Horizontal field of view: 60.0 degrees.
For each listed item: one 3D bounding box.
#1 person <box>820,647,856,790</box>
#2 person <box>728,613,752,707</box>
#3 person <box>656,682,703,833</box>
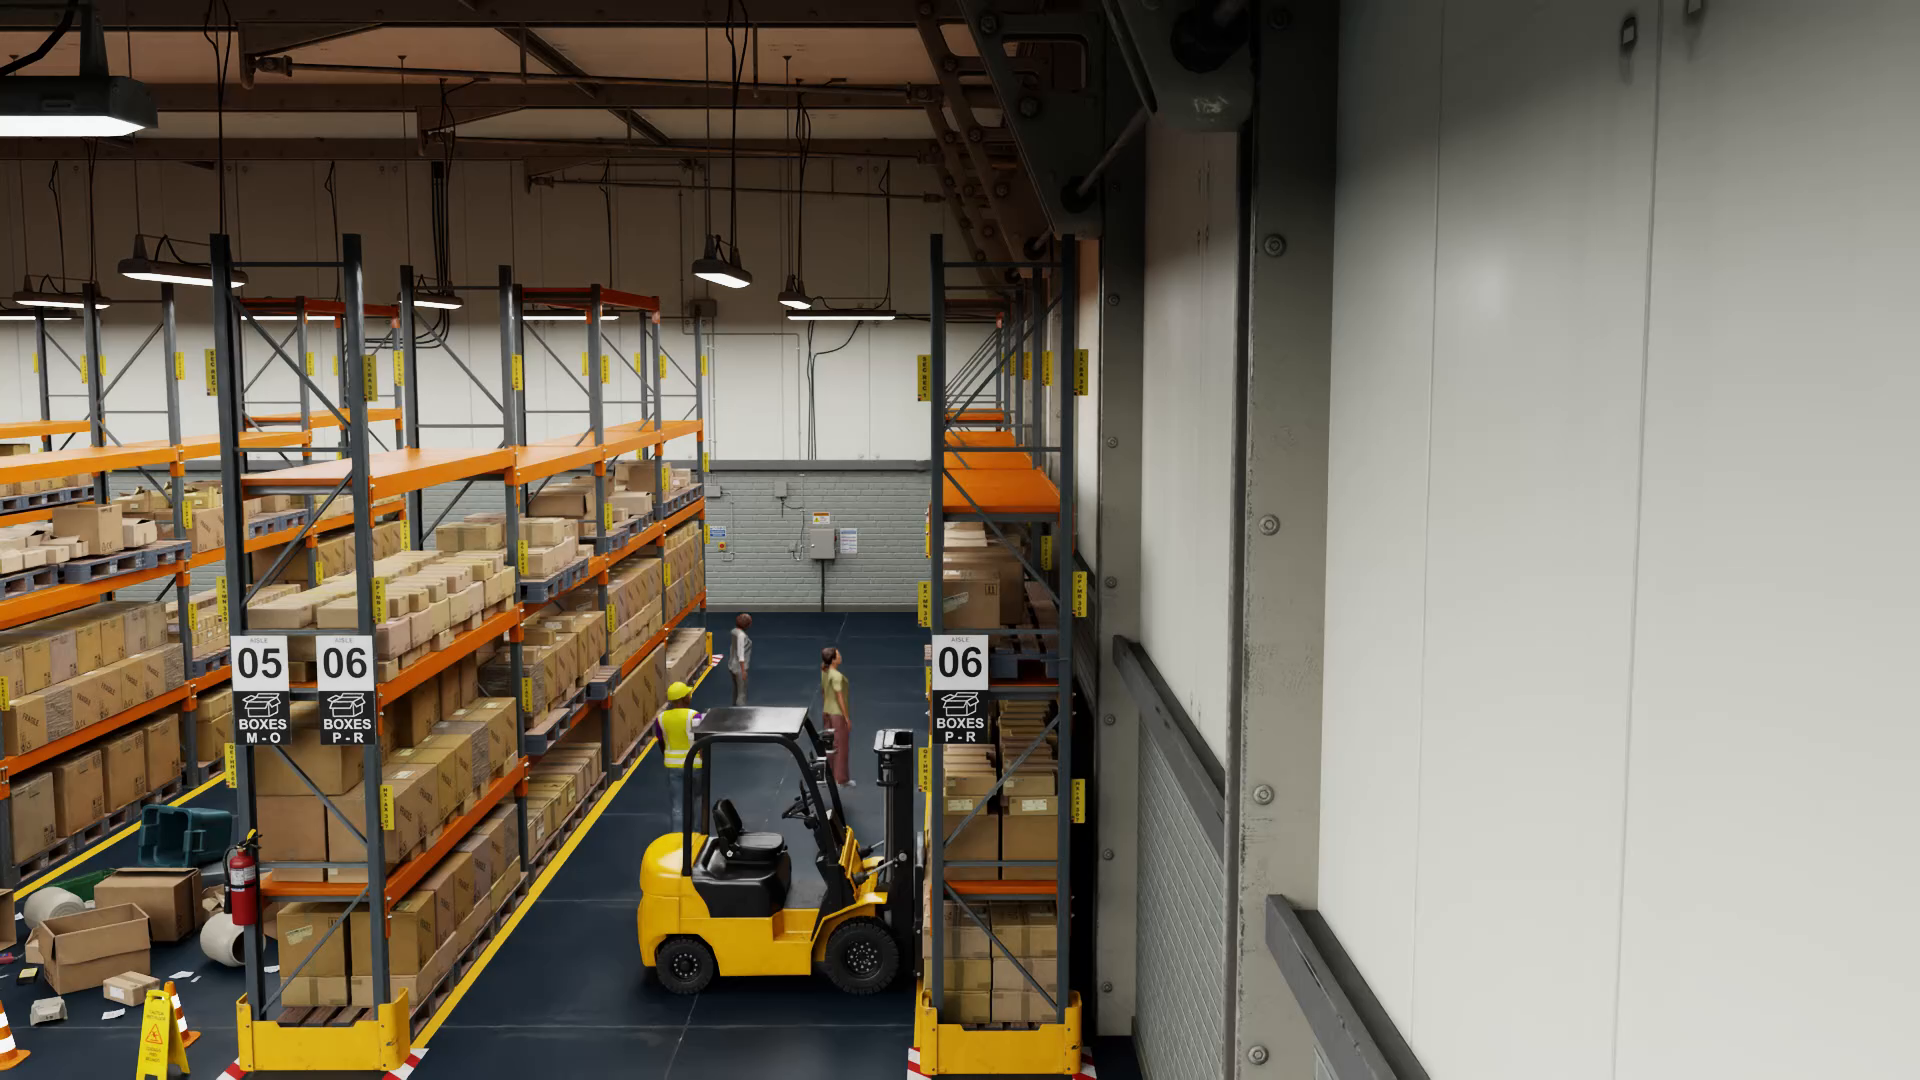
[{"bbox_3d":[-1.433,2.068,19.402,0.383,1.673,0.543,-5,8,-36],"label":"person"},{"bbox_3d":[-3.065,1.813,23.242,0.352,1.597,0.483,-3,7,-22],"label":"person"},{"bbox_3d":[-2.813,2.315,16.926,0.561,1.778,0.764,0,6,0],"label":"person"}]
